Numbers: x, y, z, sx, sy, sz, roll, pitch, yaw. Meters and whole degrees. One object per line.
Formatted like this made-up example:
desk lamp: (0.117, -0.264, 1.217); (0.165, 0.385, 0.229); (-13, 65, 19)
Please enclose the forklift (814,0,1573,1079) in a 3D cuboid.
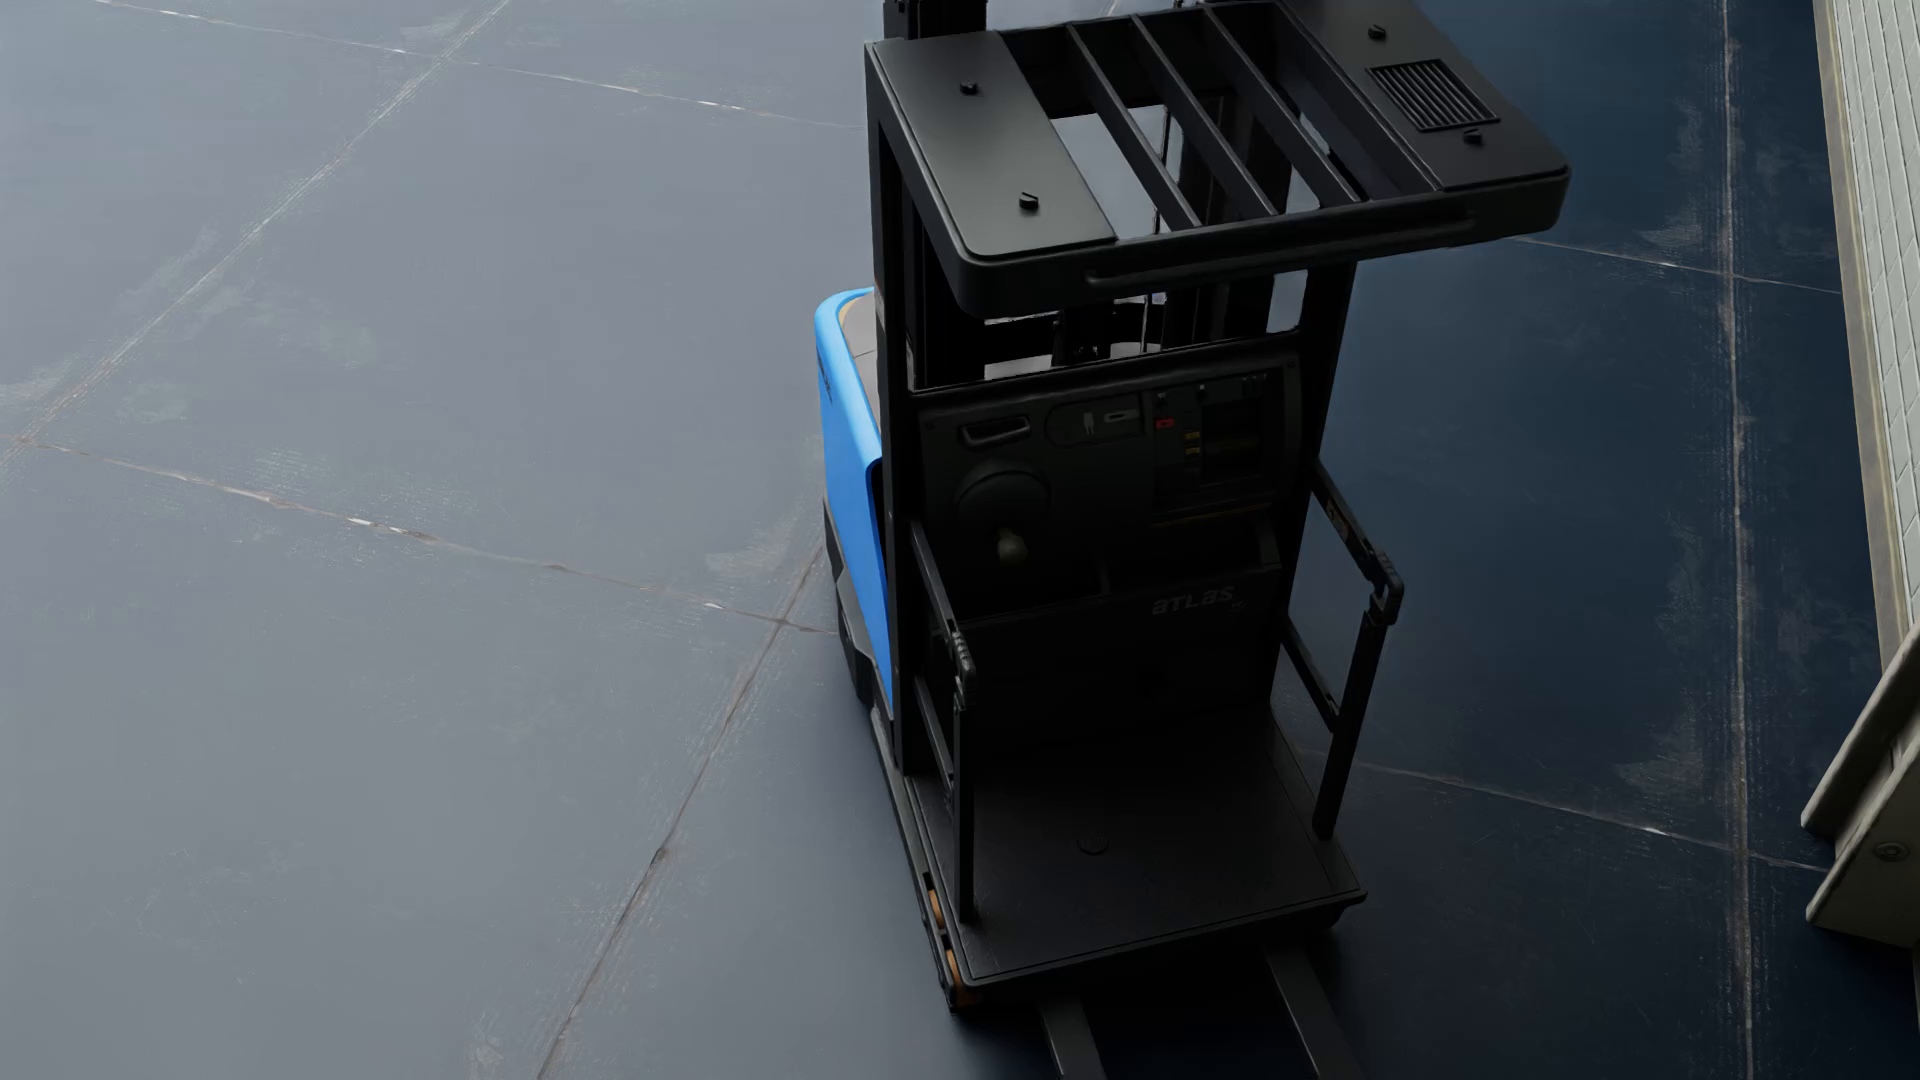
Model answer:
forklift: (0.419, -0.103, 3.759); (1.130, 2.935, 3.031); (-10, 45, -10)
